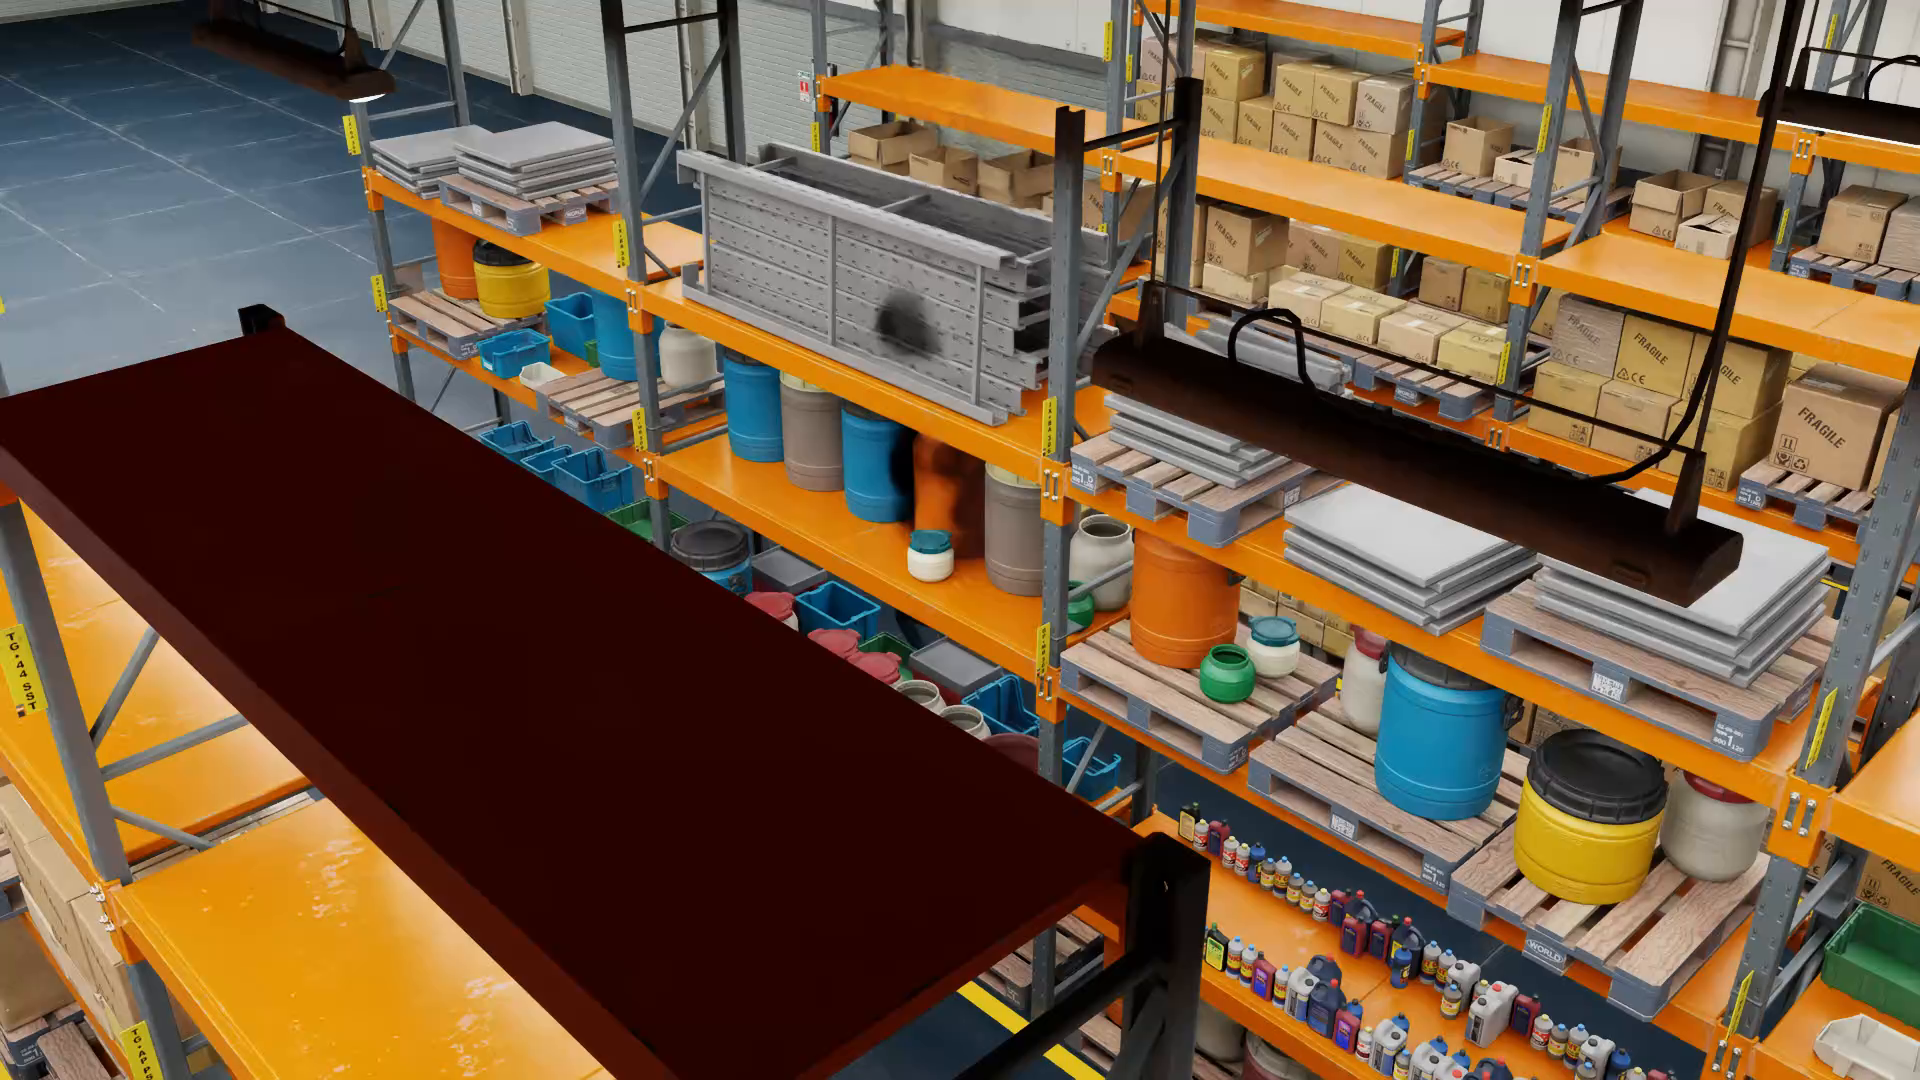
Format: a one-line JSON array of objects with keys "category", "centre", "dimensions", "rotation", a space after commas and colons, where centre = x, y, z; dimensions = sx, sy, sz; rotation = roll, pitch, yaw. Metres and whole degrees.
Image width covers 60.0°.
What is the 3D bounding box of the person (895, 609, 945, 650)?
[{"category": "person", "centre": [-0.303, 0.439, 14.420], "dimensions": [0.598, 1.554, 0.522], "rotation": [17, 33, 29]}]
